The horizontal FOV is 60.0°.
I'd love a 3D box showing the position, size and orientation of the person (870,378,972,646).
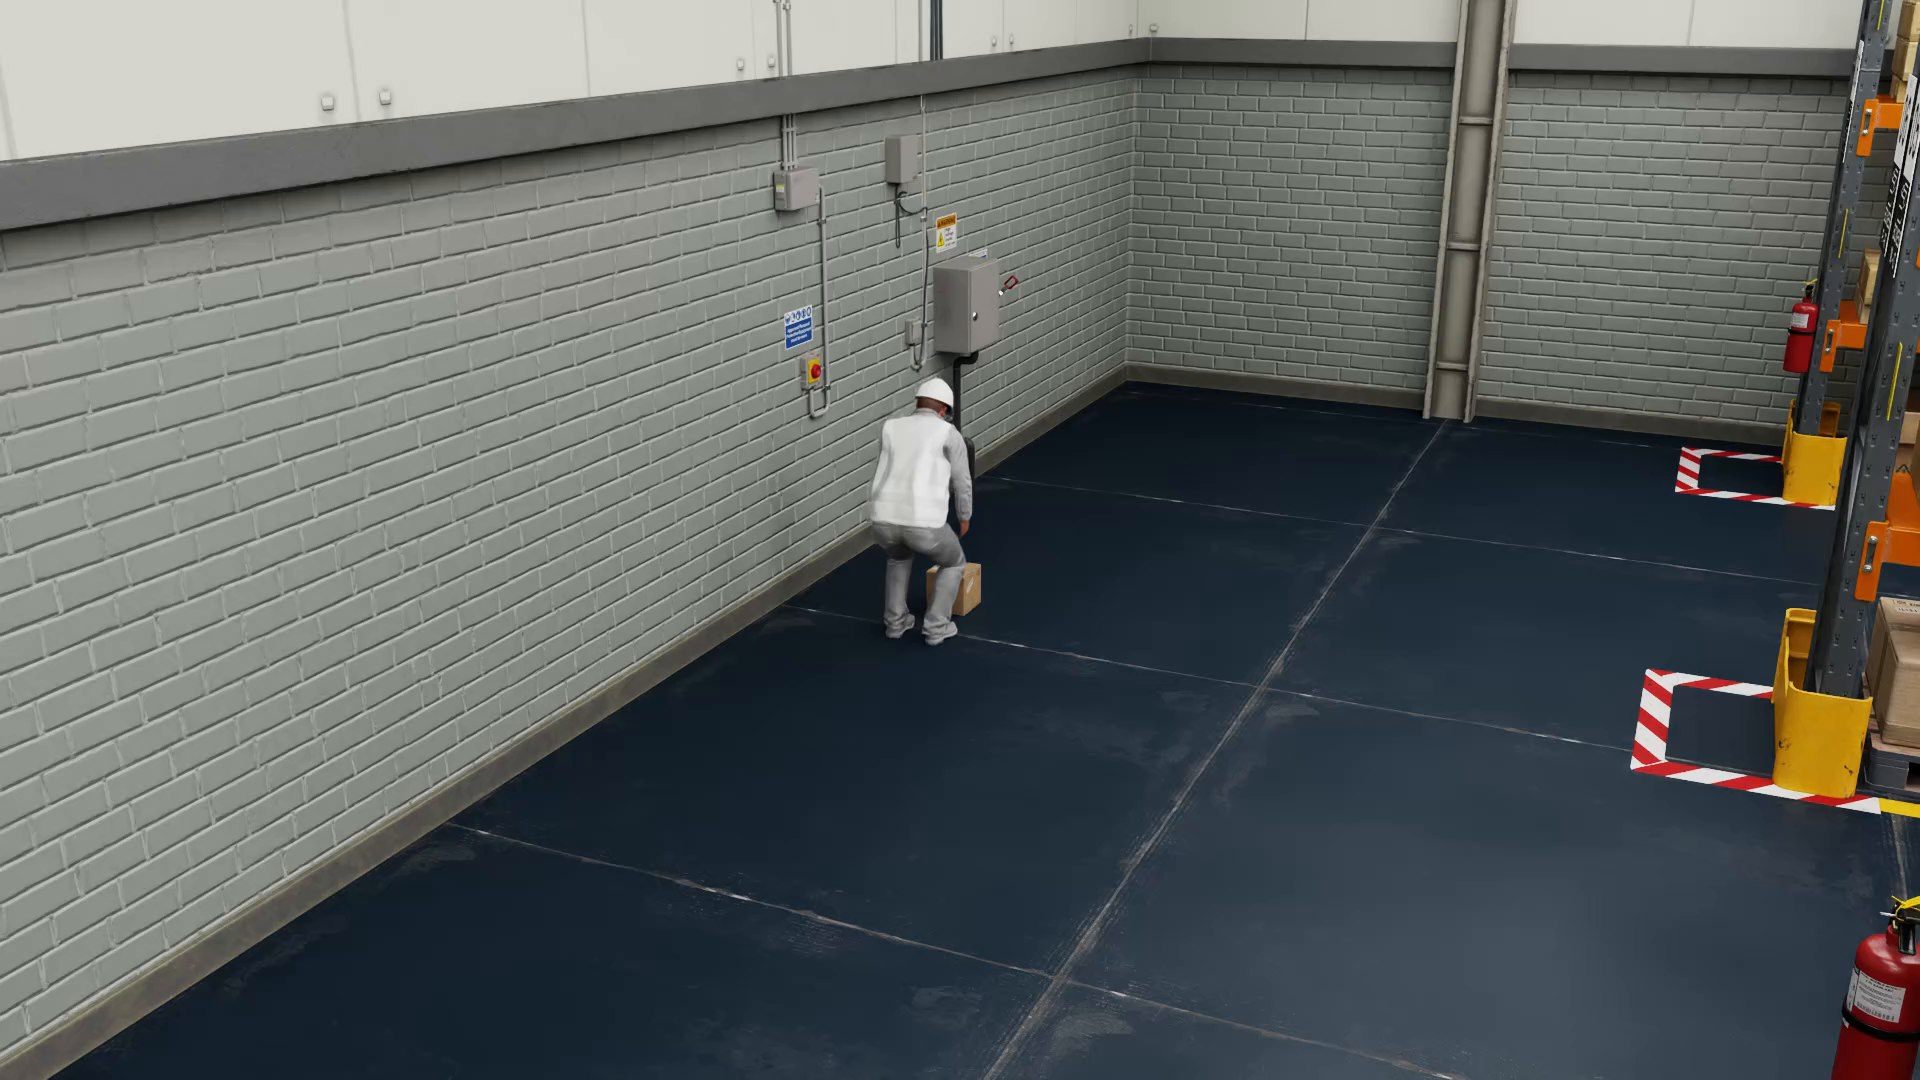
[{"bbox_3d":[-0.241,-0.159,9.499,0.591,1.449,0.753,8,21,23],"label":"person"}]
